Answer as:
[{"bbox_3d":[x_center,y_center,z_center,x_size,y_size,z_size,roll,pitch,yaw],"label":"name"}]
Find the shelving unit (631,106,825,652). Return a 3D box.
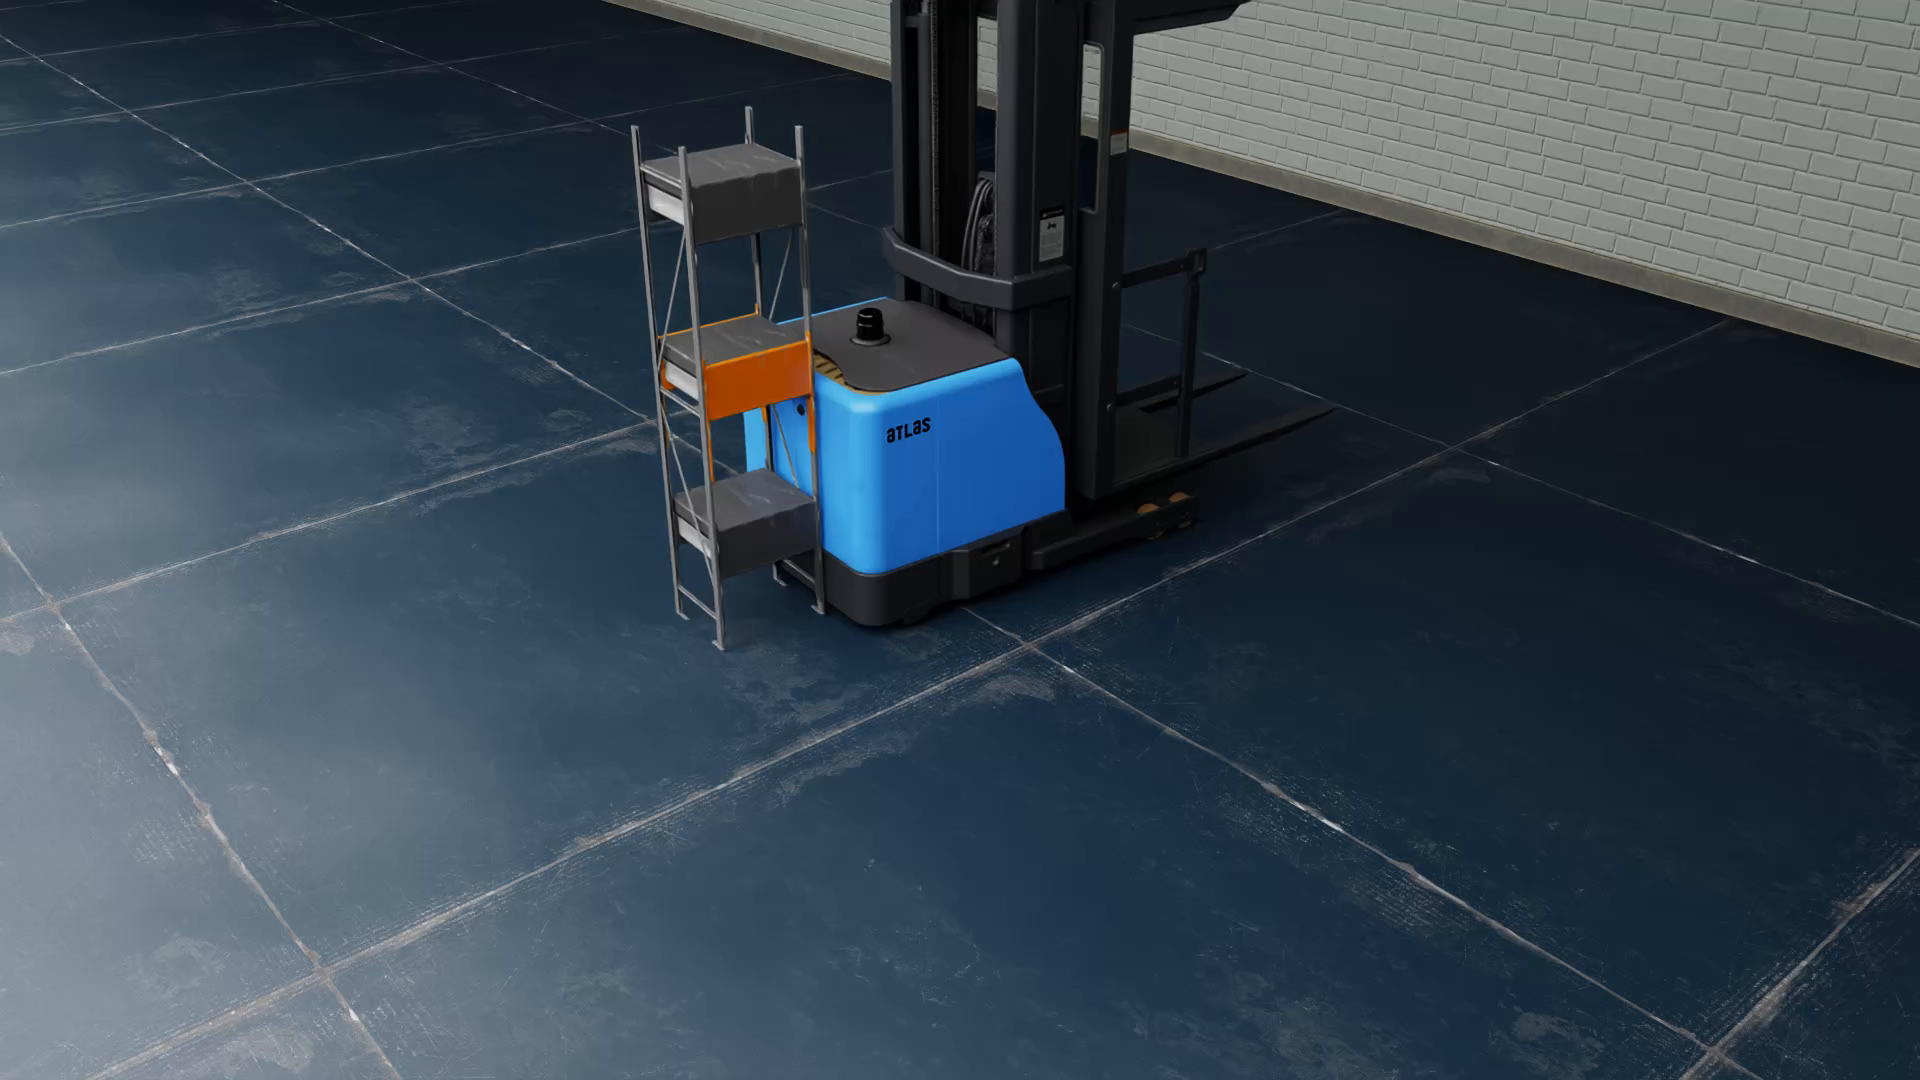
[{"bbox_3d":[-0.901,-0.607,6.658,0.503,2.100,0.431,-19,34,-32],"label":"shelving unit"}]

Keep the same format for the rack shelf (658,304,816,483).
[{"bbox_3d":[-0.901,-0.595,6.665,0.480,0.518,0.431,-19,34,-32],"label":"rack shelf"}]

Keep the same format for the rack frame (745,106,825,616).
[{"bbox_3d":[-0.706,-0.676,6.787,0.015,2.100,0.400,-19,34,-32],"label":"rack frame"}]

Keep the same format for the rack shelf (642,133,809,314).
[{"bbox_3d":[-0.901,-1.213,6.335,0.480,0.518,0.431,-19,34,-32],"label":"rack shelf"}]

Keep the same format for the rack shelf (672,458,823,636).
[{"bbox_3d":[-0.901,0.022,6.995,0.480,0.518,0.431,-19,34,-32],"label":"rack shelf"}]

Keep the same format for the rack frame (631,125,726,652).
[{"bbox_3d":[-1.096,-0.538,6.530,0.015,2.100,0.400,-19,34,-32],"label":"rack frame"}]

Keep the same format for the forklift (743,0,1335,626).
[{"bbox_3d":[0.518,-1.475,7.401,3.031,2.935,1.130,-19,34,-32],"label":"forklift"}]
